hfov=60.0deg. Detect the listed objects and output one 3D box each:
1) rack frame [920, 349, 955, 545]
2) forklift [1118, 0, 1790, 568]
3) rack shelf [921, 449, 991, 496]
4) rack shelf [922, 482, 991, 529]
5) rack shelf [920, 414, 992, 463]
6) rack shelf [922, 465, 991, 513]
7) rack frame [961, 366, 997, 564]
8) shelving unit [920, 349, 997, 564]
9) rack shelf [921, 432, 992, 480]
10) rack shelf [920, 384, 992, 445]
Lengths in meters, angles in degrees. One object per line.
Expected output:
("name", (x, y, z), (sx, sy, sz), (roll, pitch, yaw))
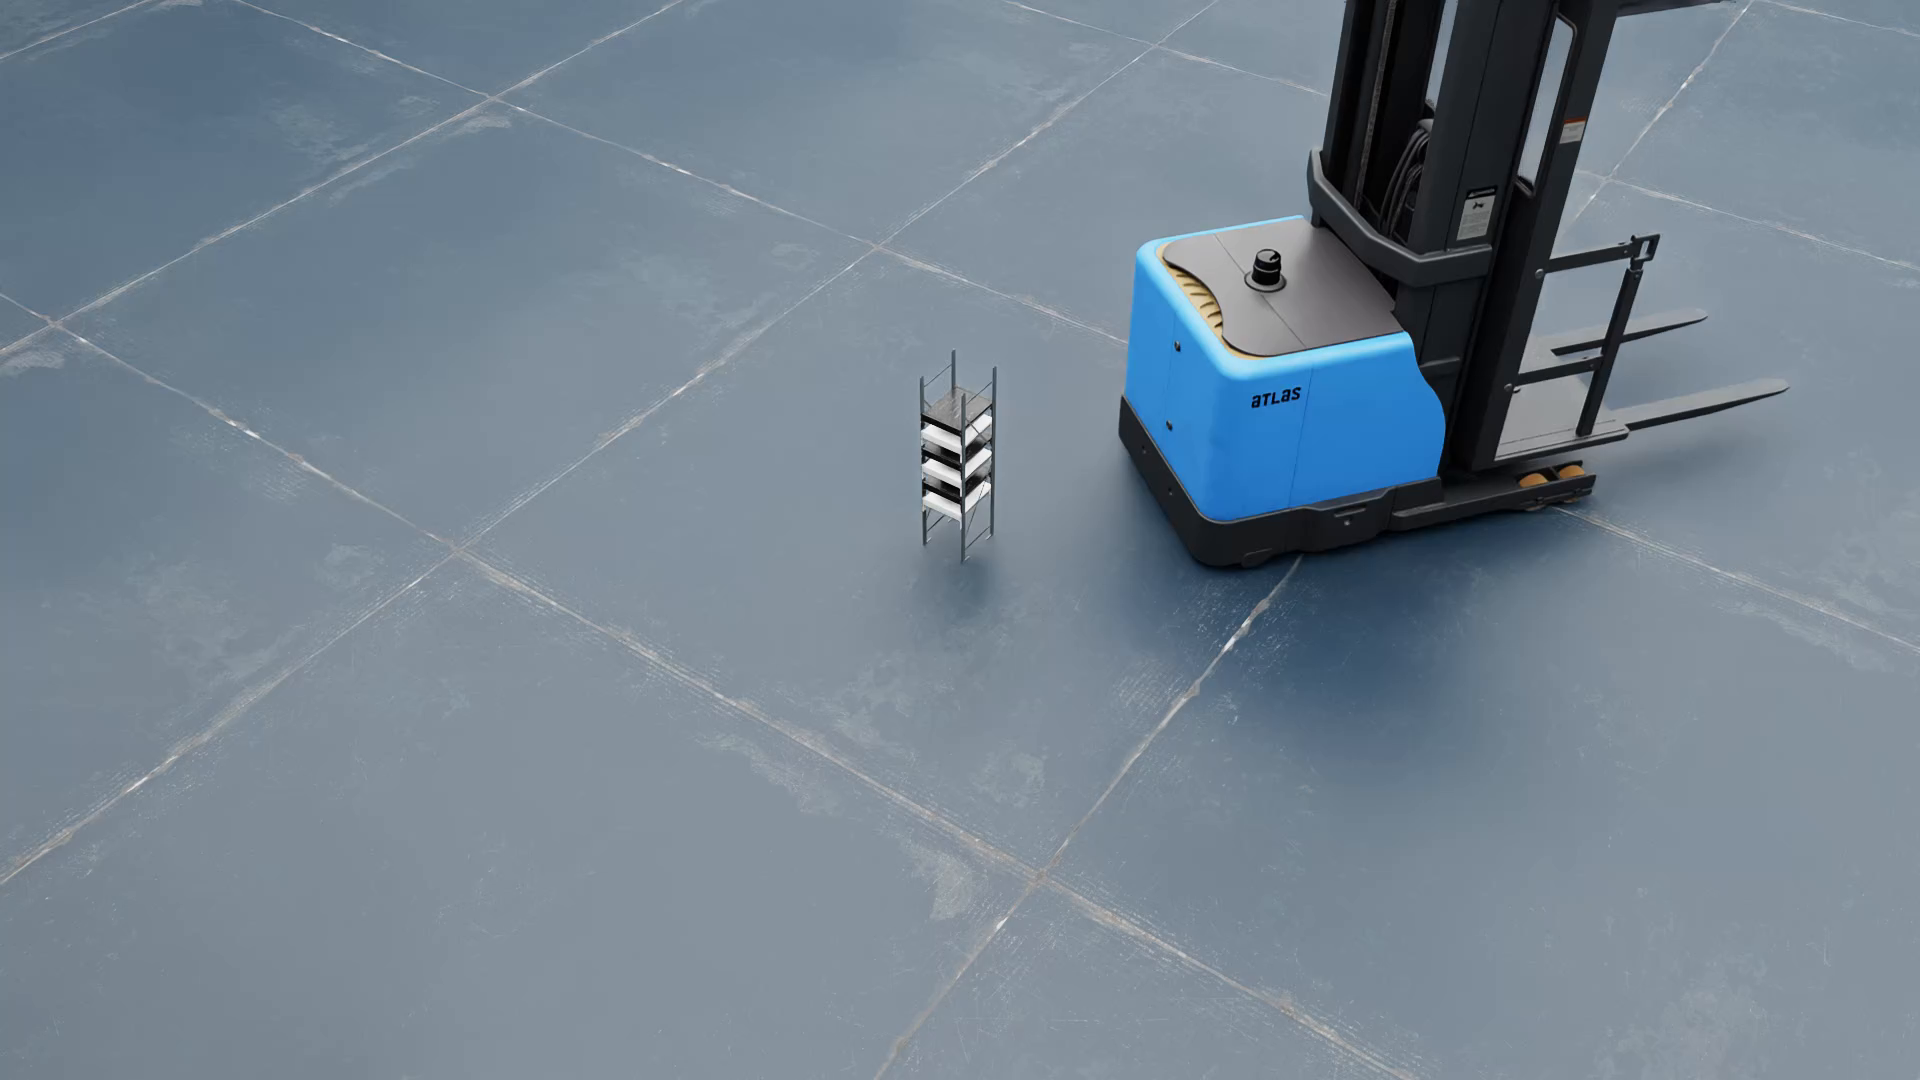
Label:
("rack frame", (-0.090, -0.377, 6.997), (0.006, 0.900, 0.240), (25, 48, 25))
("forklift", (2.307, -1.546, 6.780), (3.031, 2.935, 1.130), (-12, 43, -13))
("rack shelf", (-0.007, -0.314, 6.976), (0.200, 0.077, 0.258), (25, 48, 25))
("rack shelf", (-0.007, -0.179, 7.096), (0.200, 0.077, 0.258), (25, 48, 25))
("rack shelf", (-0.007, -0.448, 6.856), (0.200, 0.077, 0.258), (25, 48, 25))
("rack shelf", (-0.007, -0.247, 7.036), (0.200, 0.077, 0.258), (25, 48, 25))
("rack frame", (0.077, -0.300, 6.910), (0.006, 0.900, 0.240), (25, 48, 25))
("shelving unit", (-0.007, -0.338, 6.953), (0.210, 0.900, 0.258), (25, 48, 25))
("rack shelf", (-0.007, -0.381, 6.916), (0.200, 0.077, 0.258), (25, 48, 25))
("rack shelf", (-0.007, -0.515, 6.796), (0.200, 0.077, 0.258), (25, 48, 25))
